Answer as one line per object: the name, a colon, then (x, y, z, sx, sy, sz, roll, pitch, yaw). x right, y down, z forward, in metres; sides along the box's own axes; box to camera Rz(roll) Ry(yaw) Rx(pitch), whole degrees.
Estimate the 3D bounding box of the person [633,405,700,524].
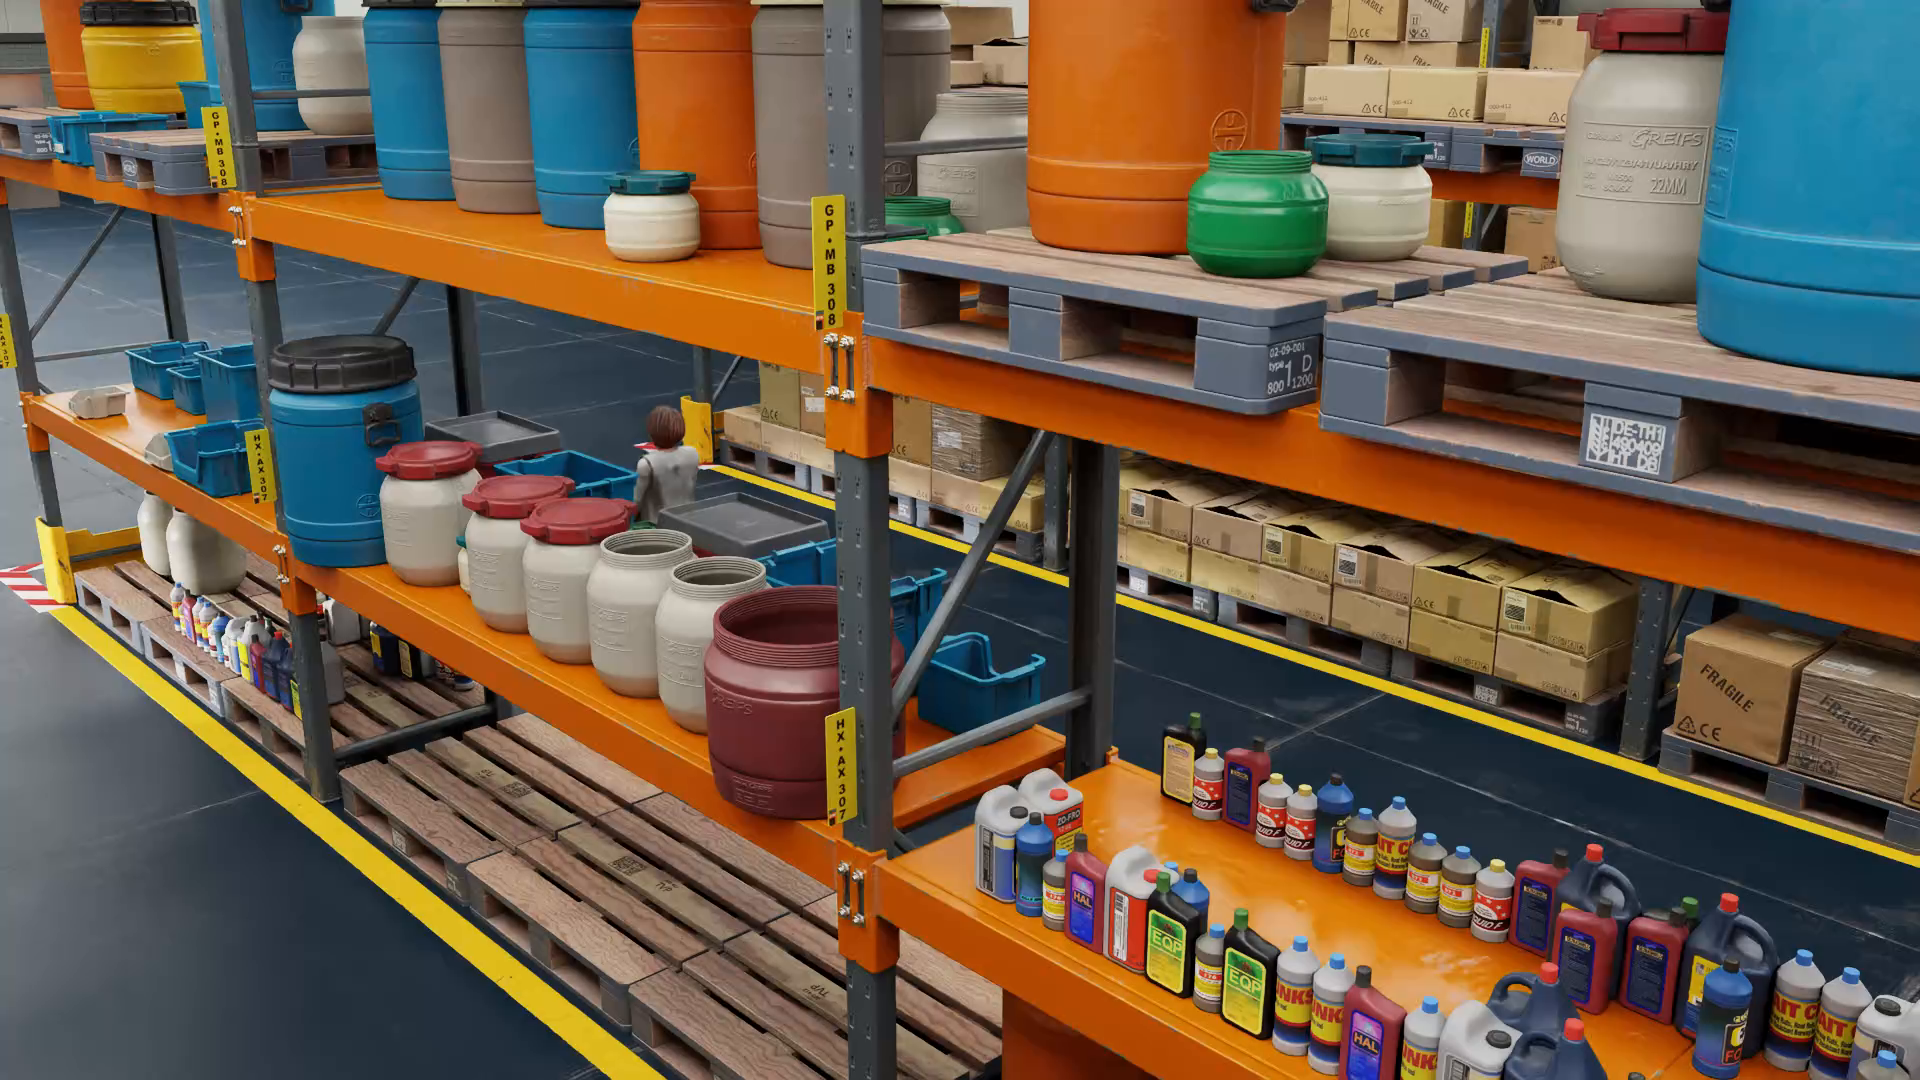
person: (-1.616, 0.024, 8.999, 0.404, 1.594, 0.494, -15, 23, -40)
